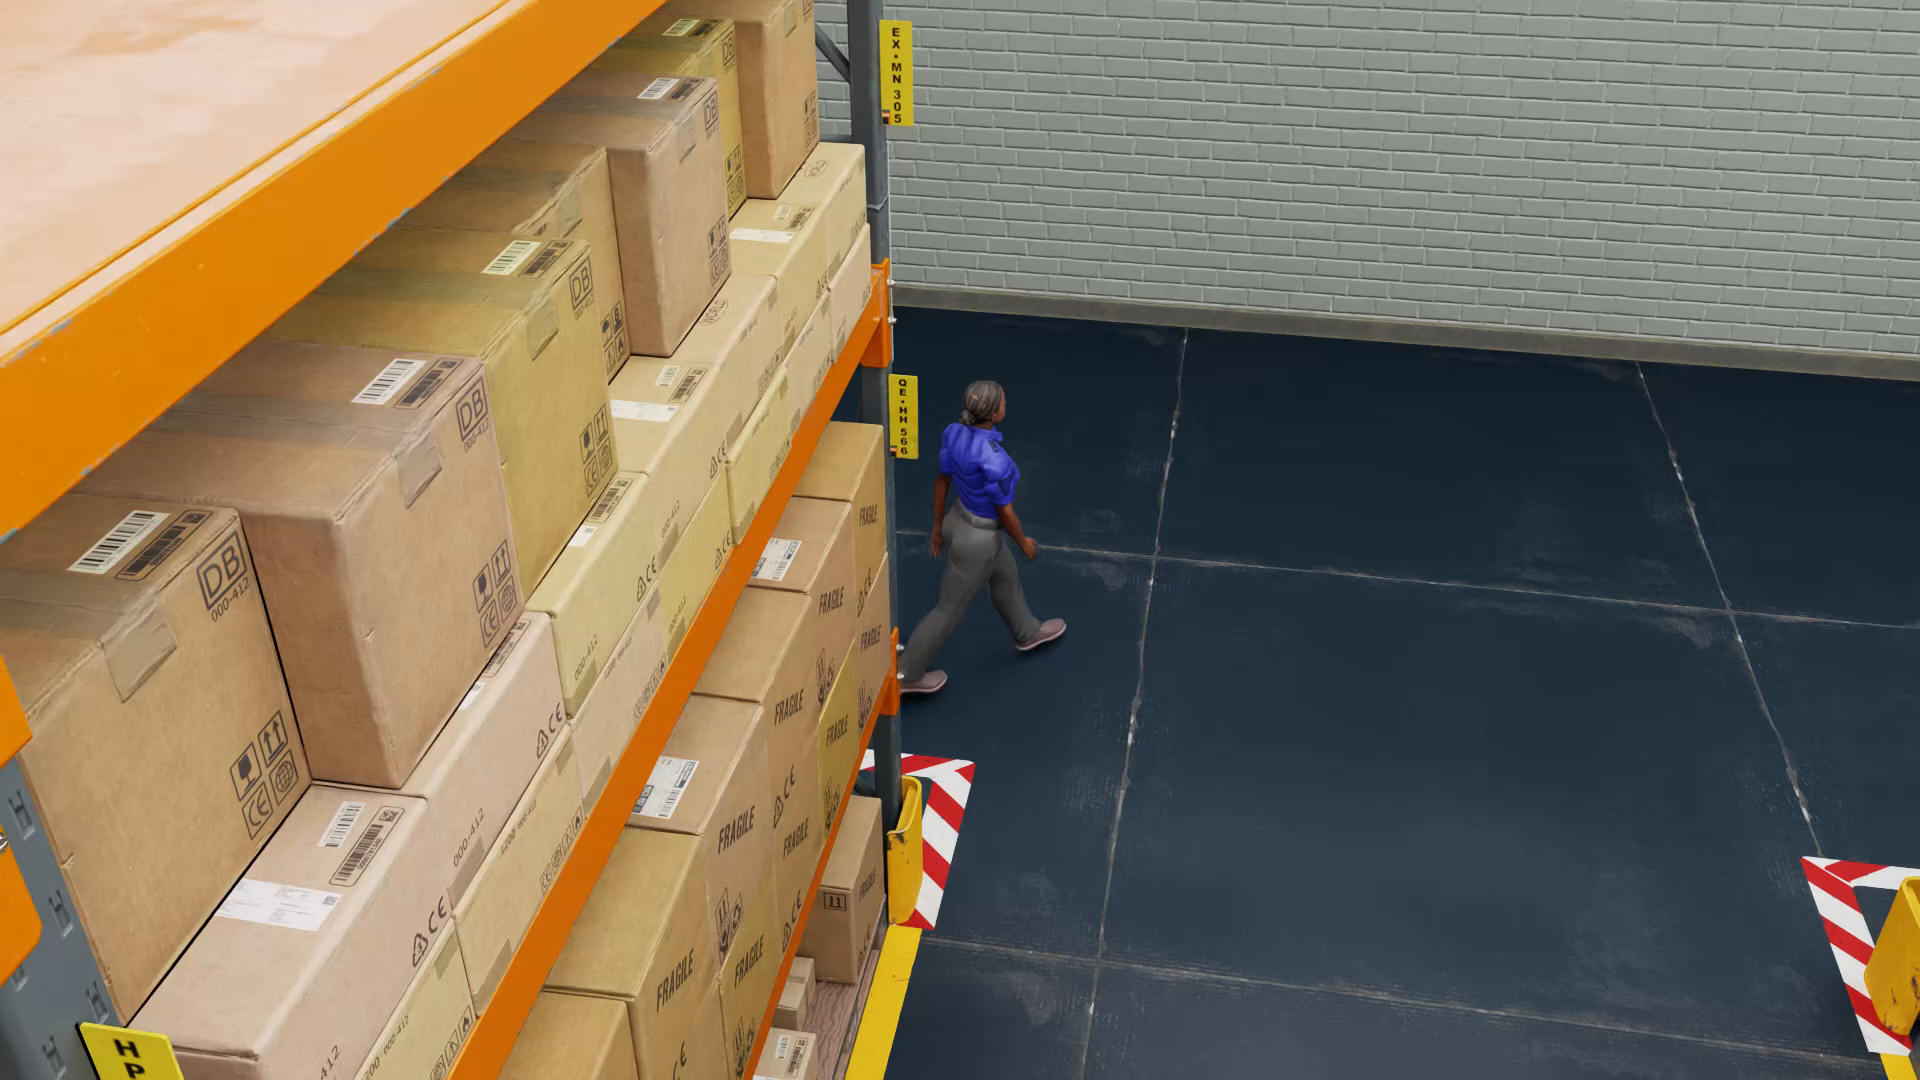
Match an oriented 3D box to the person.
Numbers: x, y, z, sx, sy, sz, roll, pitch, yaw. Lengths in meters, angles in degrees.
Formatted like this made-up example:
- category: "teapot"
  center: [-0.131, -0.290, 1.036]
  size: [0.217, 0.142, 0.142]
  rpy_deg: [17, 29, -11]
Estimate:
- category: "person"
  center: [0.115, -0.036, 7.800]
  size: [1.013, 1.591, 0.439]
  rpy_deg: [-13, 35, -20]
